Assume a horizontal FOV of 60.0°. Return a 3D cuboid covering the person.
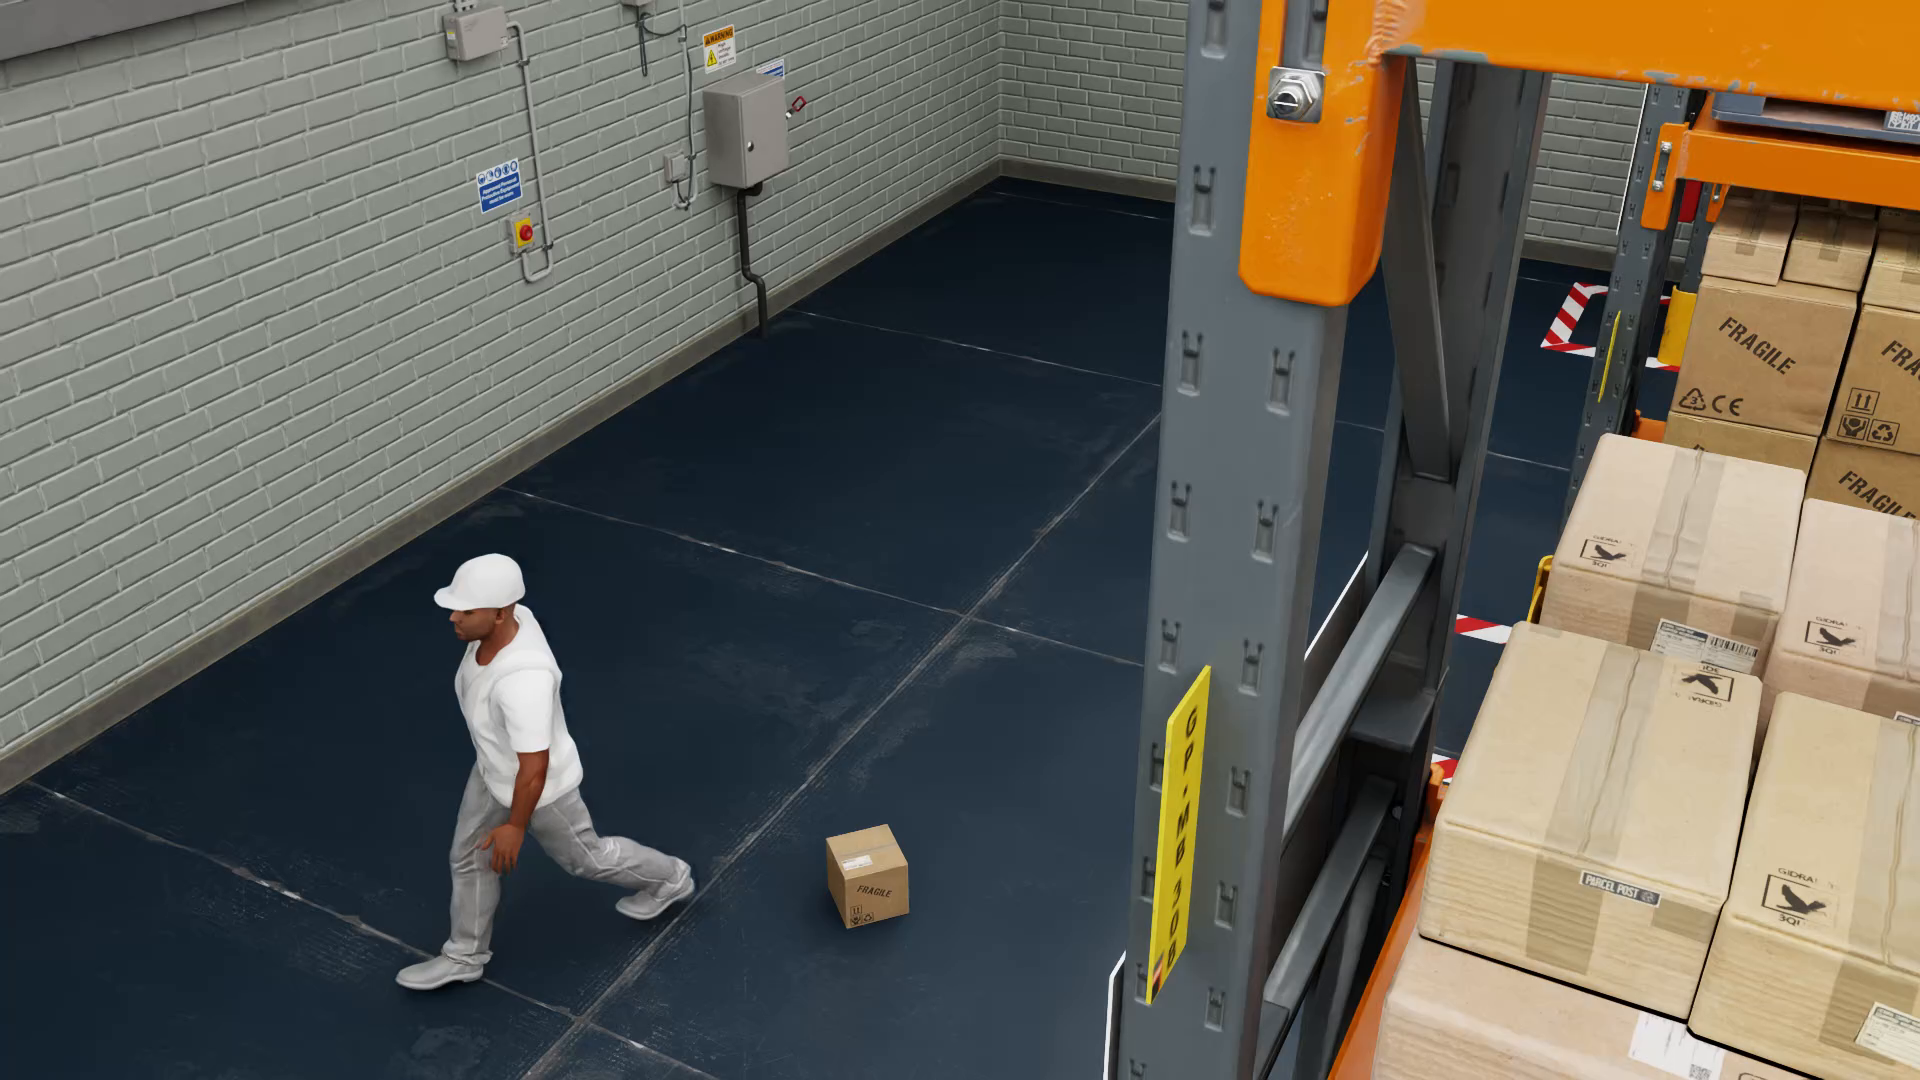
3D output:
[{"bbox_3d":[-1.495,0.804,5.737,1.095,1.712,0.600,-18,34,-28],"label":"person"}]
